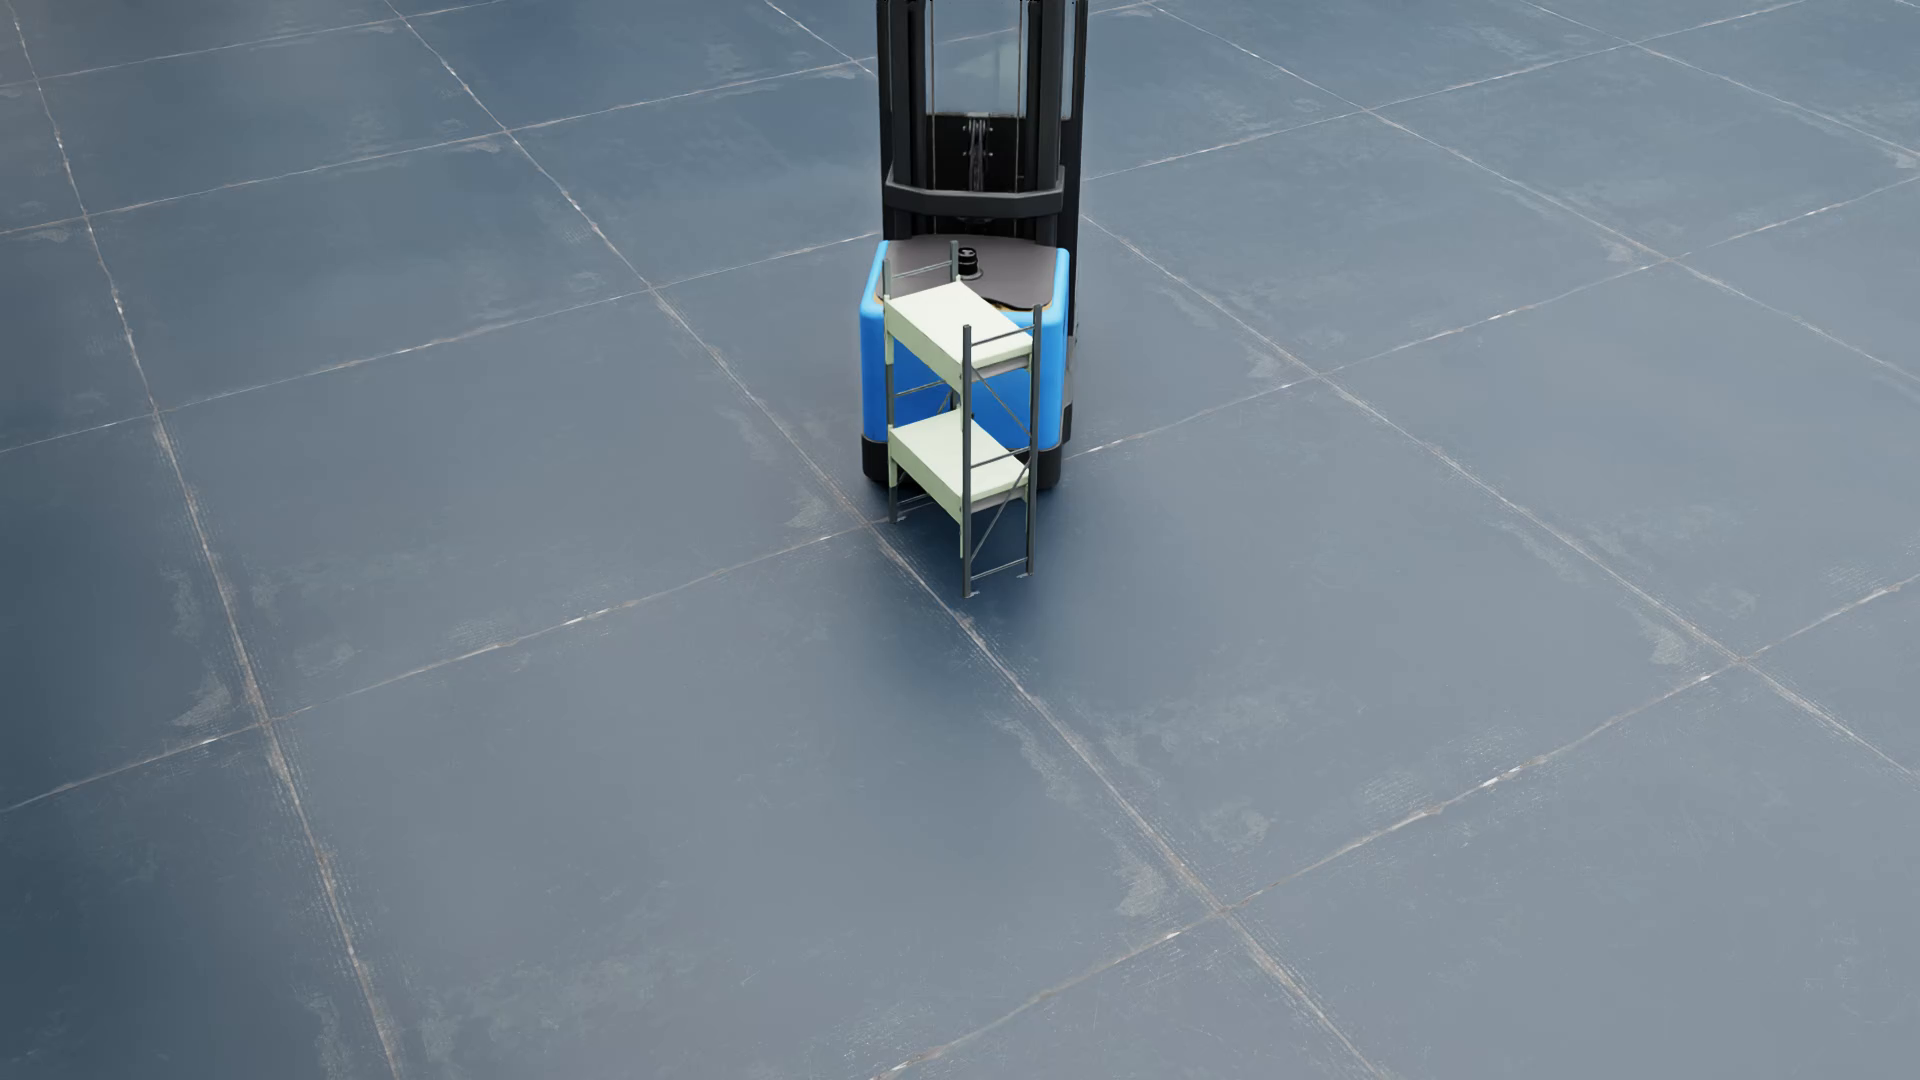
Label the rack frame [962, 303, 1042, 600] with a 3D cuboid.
[{"bbox_3d":[0.188,-0.380,7.726,0.400,1.500,0.023,-19,40,-24],"label":"rack frame"}]

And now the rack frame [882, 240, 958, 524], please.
[{"bbox_3d":[-0.186,-0.751,8.234,0.400,1.500,0.023,-19,40,-24],"label":"rack frame"}]

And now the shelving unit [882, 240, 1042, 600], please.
[{"bbox_3d":[0.001,-0.565,7.980,0.431,1.500,0.755,-19,40,-24],"label":"shelving unit"}]

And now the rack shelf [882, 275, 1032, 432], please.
[{"bbox_3d":[0.001,-0.880,7.749,0.431,0.370,0.720,-19,40,-24],"label":"rack shelf"}]

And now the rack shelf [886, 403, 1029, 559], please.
[{"bbox_3d":[0.001,-0.302,8.172,0.431,0.370,0.720,-19,40,-24],"label":"rack shelf"}]

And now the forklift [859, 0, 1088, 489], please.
[{"bbox_3d":[0.137,-2.305,9.148,1.130,2.935,3.031,3,36,4],"label":"forklift"}]
